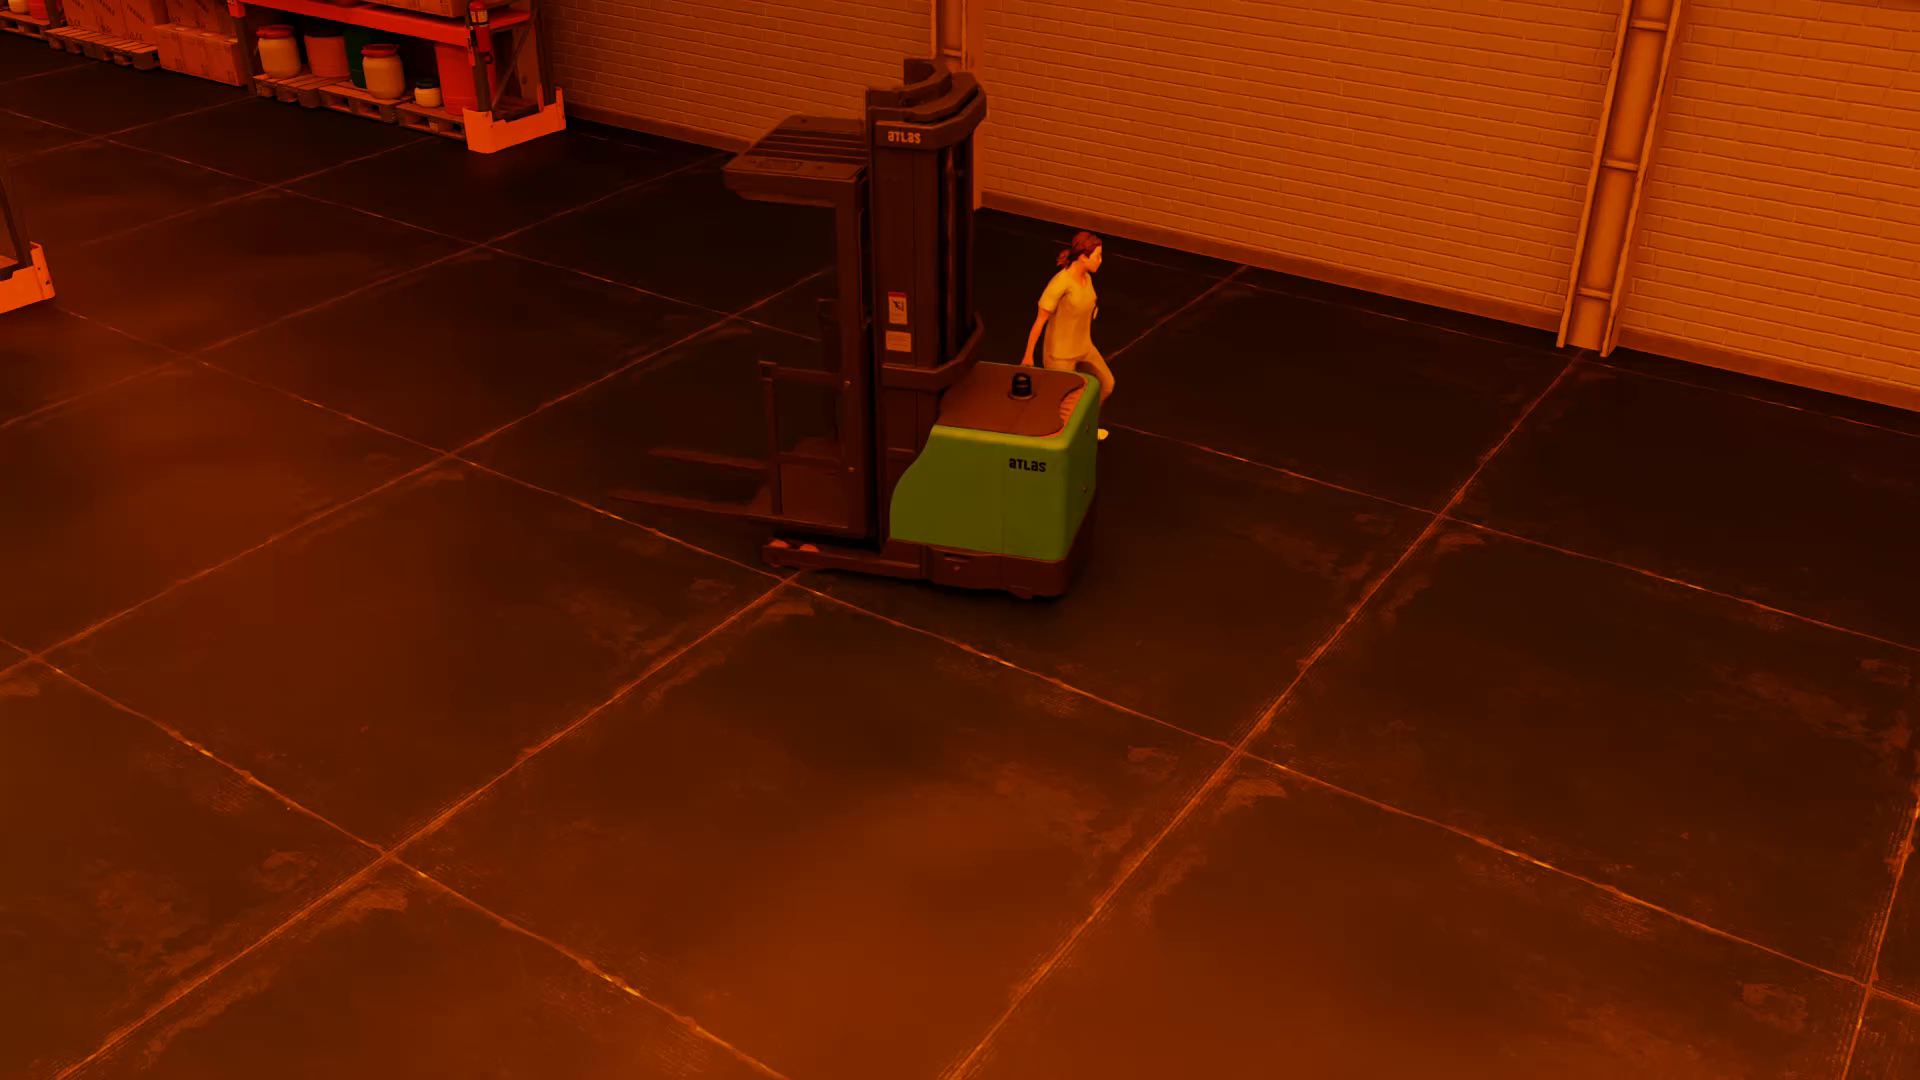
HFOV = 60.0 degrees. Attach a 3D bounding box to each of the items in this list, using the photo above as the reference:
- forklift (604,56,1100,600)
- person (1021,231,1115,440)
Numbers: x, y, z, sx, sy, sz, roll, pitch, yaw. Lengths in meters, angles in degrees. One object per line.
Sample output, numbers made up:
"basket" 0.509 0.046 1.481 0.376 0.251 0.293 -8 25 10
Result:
"forklift" -0.715 -1.317 9.850 3.031 2.935 1.130 8 31 14
"person" 0.692 -1.265 11.109 0.468 1.649 0.779 24 38 35
